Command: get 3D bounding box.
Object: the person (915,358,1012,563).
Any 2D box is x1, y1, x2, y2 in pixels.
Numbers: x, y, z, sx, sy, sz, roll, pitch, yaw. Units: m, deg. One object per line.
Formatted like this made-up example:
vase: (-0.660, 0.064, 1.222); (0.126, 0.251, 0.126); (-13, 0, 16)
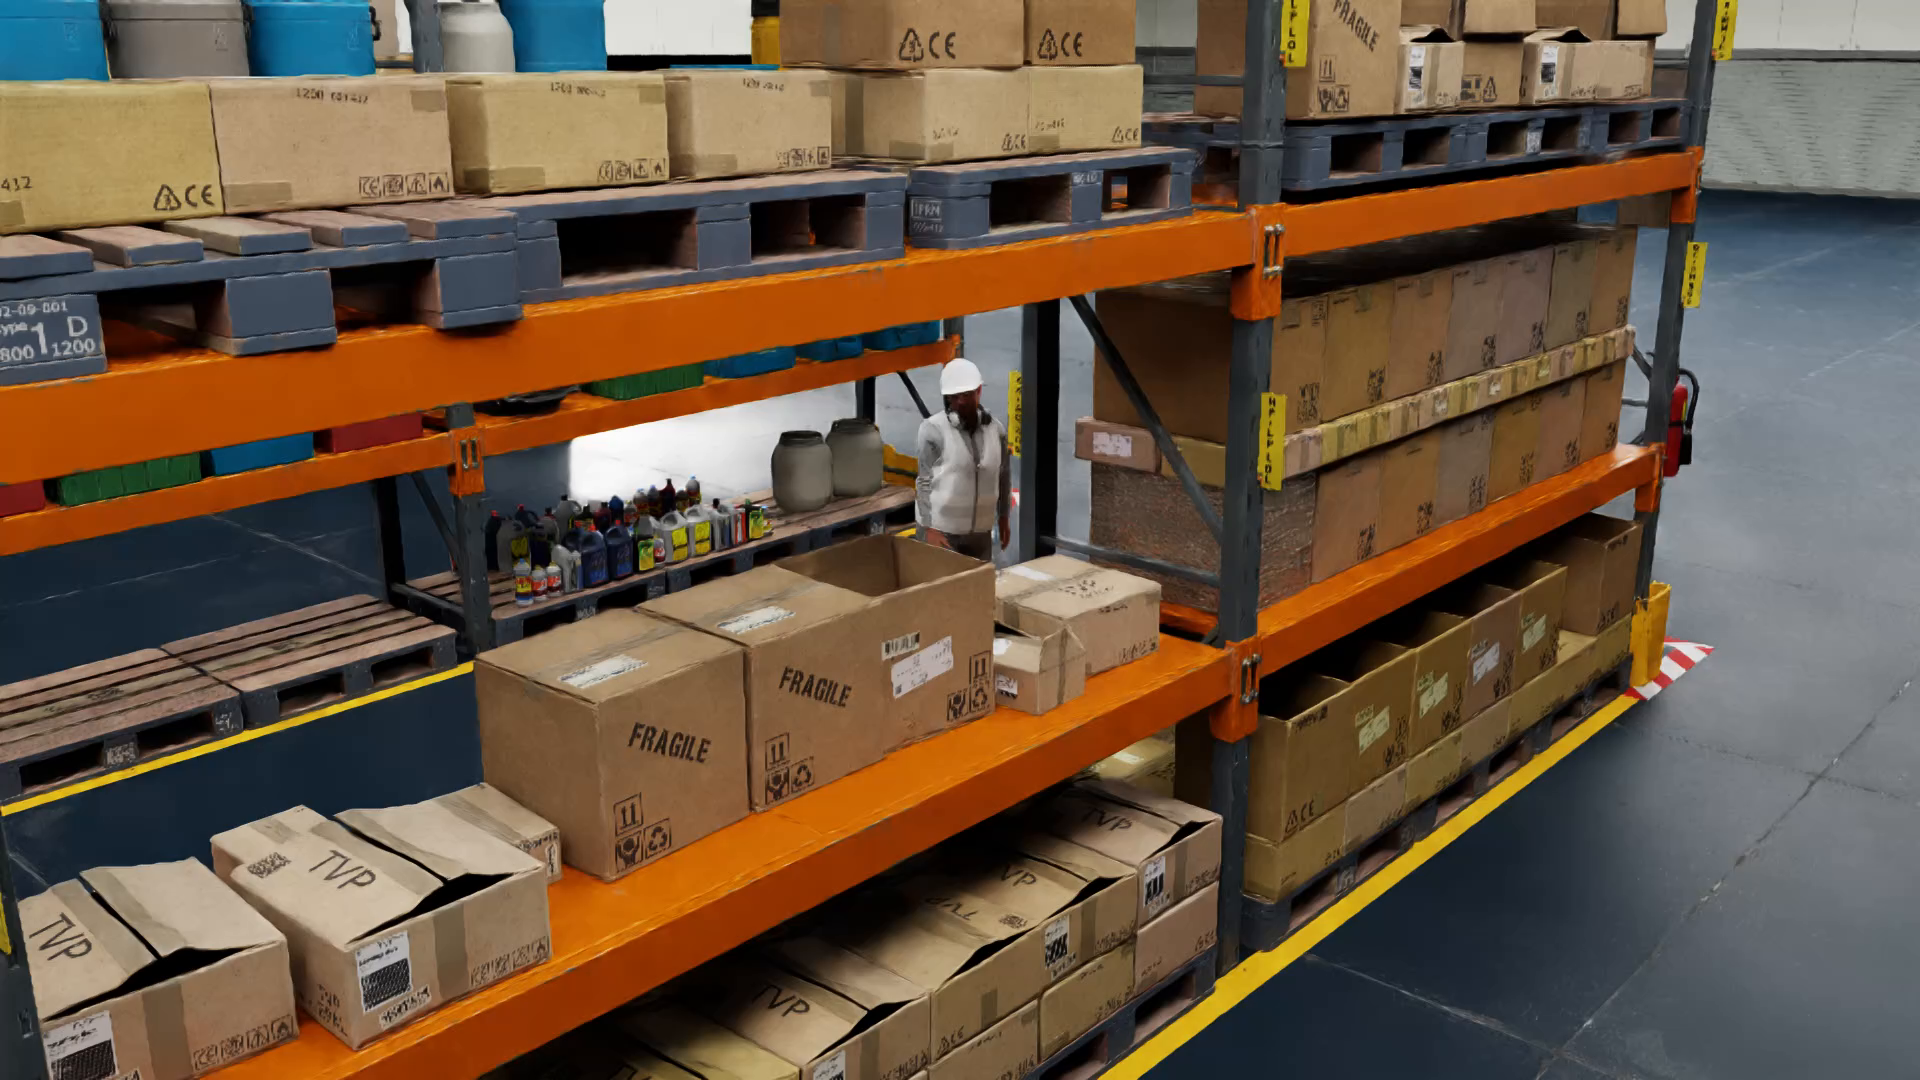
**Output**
person: (0.042, -0.071, 8.676); (0.574, 1.779, 0.525); (-10, 20, -31)
